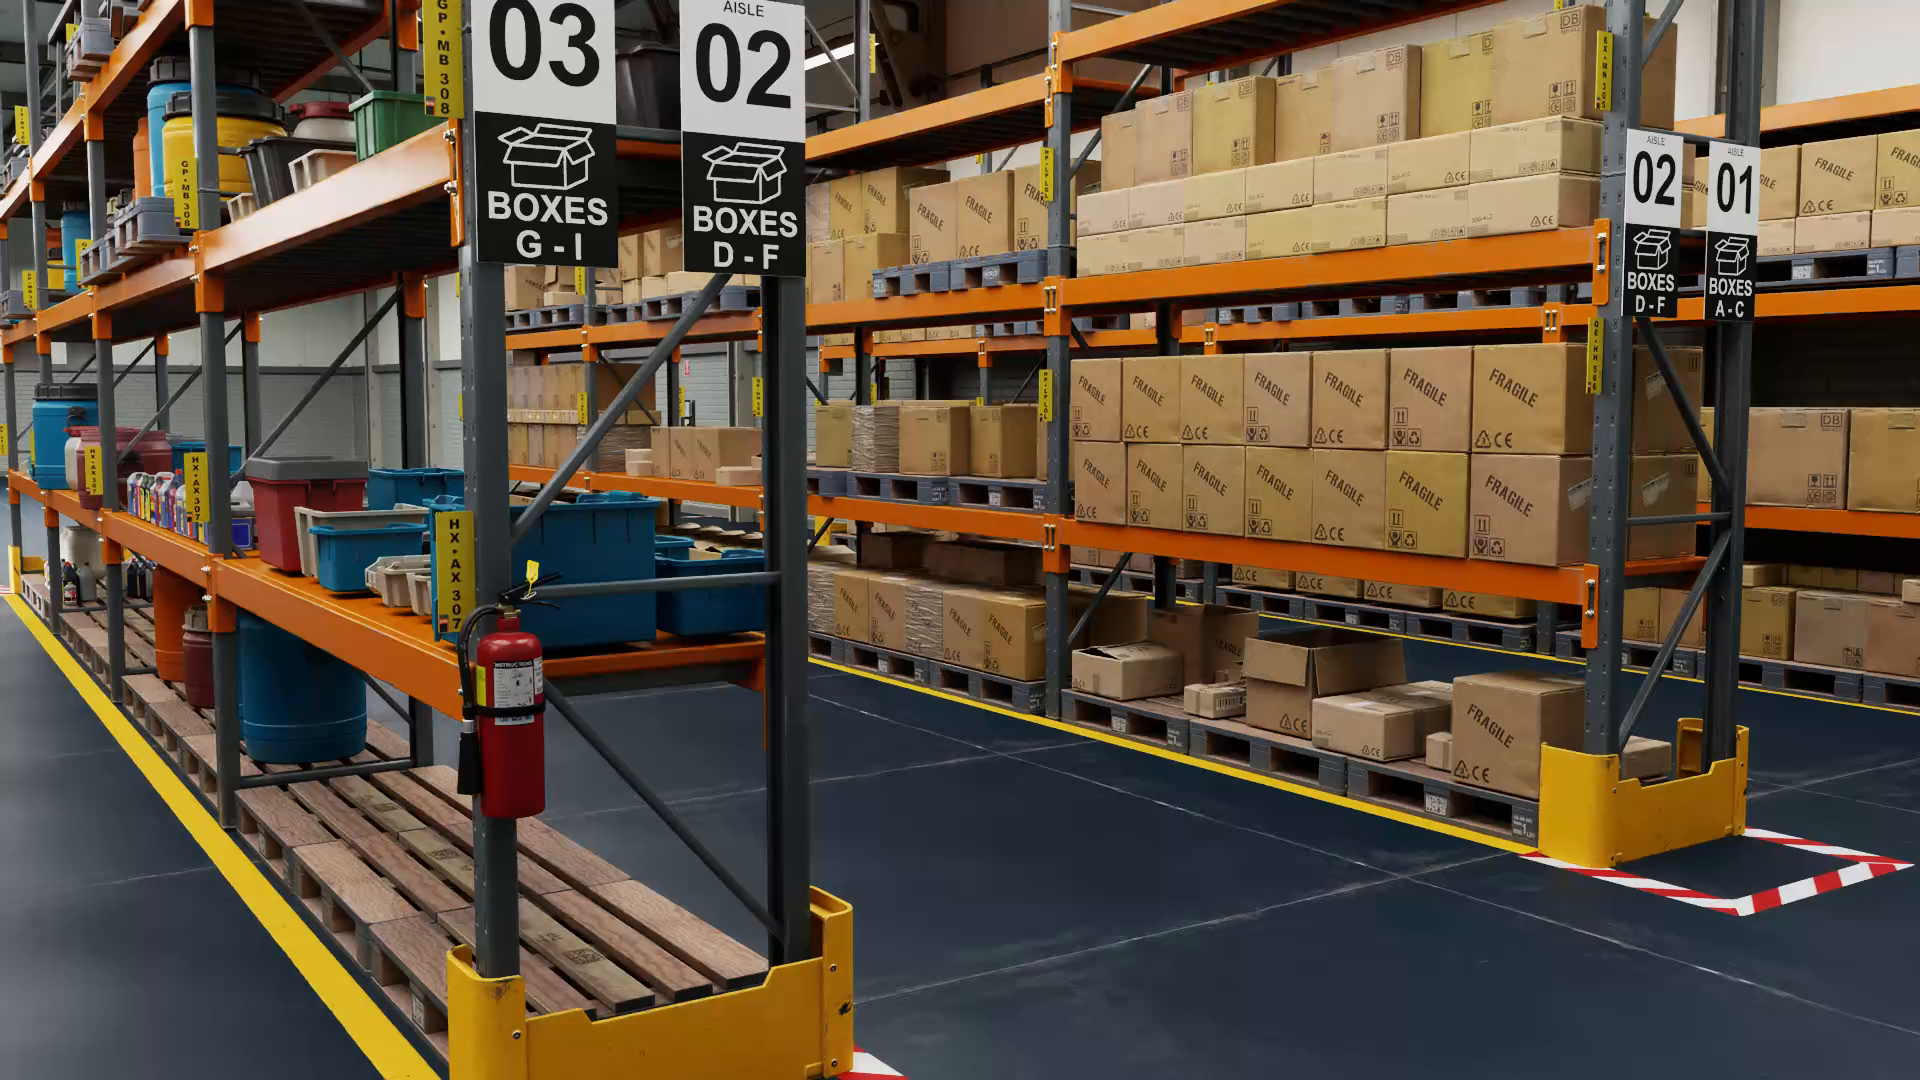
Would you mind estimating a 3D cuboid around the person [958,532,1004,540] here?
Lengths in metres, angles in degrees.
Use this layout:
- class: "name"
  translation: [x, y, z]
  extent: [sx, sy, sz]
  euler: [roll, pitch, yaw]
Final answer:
- class: "person"
  translation: [0.167, -0.032, 14.907]
  extent: [0.519, 1.675, 0.394]
  euler: [-3, 6, -33]
